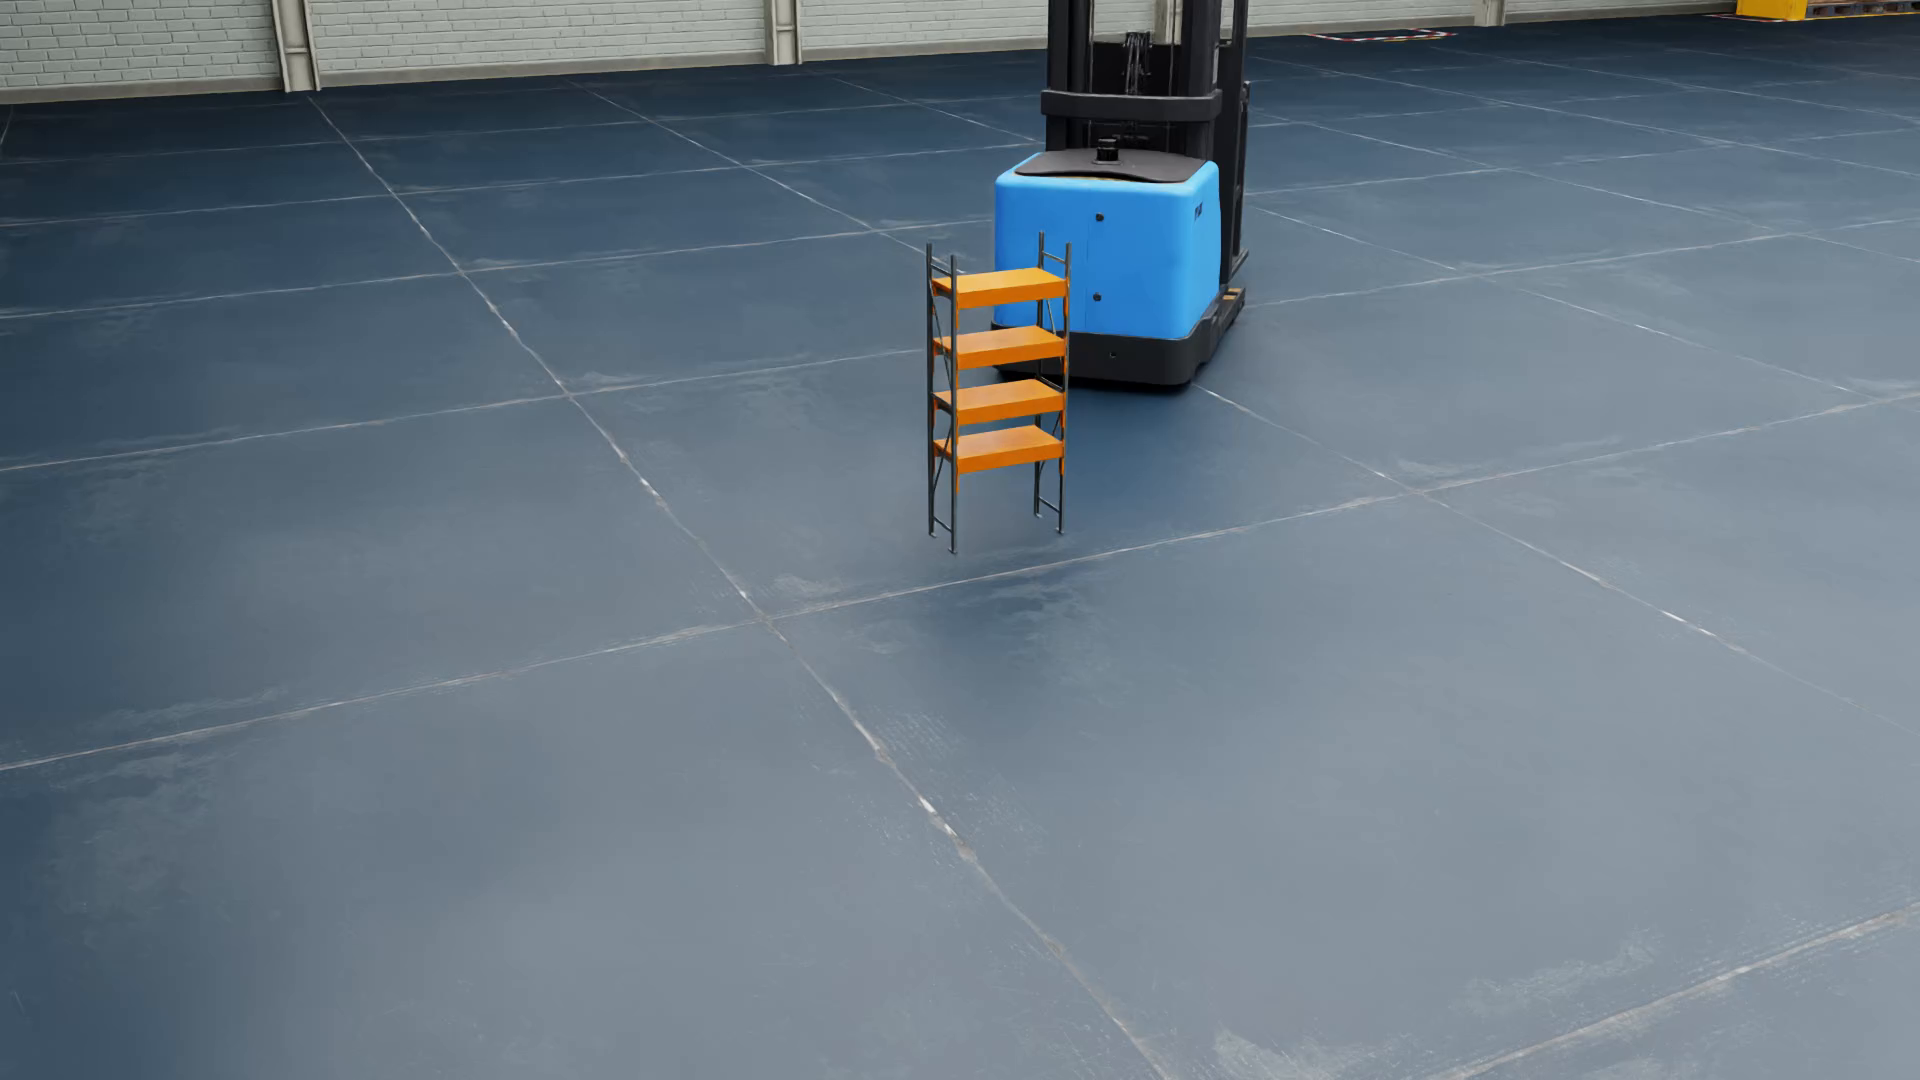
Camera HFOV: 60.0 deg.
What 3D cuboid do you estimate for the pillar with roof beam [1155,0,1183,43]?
[{"bbox_3d":[4.955,-9.952,19.026,0.400,9.000,9.100,-10,25,-24],"label":"pillar with roof beam"}]

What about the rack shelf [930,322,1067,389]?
[{"bbox_3d":[0.149,-0.726,6.527,0.480,0.148,0.258,-10,25,-24],"label":"rack shelf"}]

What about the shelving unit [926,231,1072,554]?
[{"bbox_3d":[0.149,-0.582,6.587,0.503,1.200,0.258,-10,25,-24],"label":"shelving unit"}]

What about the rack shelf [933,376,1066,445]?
[{"bbox_3d":[0.149,-0.520,6.613,0.480,0.148,0.258,-10,25,-24],"label":"rack shelf"}]

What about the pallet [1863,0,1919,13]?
[{"bbox_3d":[16.659,-9.491,29.403,1.213,0.211,1.003,-10,25,-24],"label":"pallet"}]

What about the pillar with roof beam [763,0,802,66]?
[{"bbox_3d":[-0.452,-8.956,16.621,0.400,9.000,9.100,-10,25,-24],"label":"pillar with roof beam"}]

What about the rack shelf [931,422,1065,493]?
[{"bbox_3d":[0.149,-0.336,6.689,0.480,0.148,0.258,-10,25,-24],"label":"rack shelf"}]

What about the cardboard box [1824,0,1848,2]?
[{"bbox_3d":[14.821,-9.379,28.426,0.500,0.311,0.500,-8,24,-19],"label":"cardboard box"}]

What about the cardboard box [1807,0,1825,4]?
[{"bbox_3d":[14.307,-9.284,28.198,0.500,0.311,0.500,-14,26,-30],"label":"cardboard box"}]

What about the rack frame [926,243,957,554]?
[{"bbox_3d":[-0.071,-0.541,6.489,0.015,1.200,0.240,-10,25,-24],"label":"rack frame"}]

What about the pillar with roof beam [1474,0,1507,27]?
[{"bbox_3d":[10.361,-10.947,21.430,0.400,9.000,9.100,-10,25,-24],"label":"pillar with roof beam"}]

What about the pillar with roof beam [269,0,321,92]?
[{"bbox_3d":[-5.858,-7.961,14.217,0.400,9.000,9.100,-10,25,-24],"label":"pillar with roof beam"}]

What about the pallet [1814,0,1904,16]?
[{"bbox_3d":[15.558,-9.287,28.910,1.213,0.211,1.003,-10,25,-24],"label":"pallet"}]

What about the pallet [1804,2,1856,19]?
[{"bbox_3d":[14.461,-9.086,28.425,1.213,0.211,1.003,-10,25,-24],"label":"pallet"}]

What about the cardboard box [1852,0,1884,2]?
[{"bbox_3d":[15.504,-9.571,28.642,0.500,0.500,0.700,-12,25,-27],"label":"cardboard box"}]

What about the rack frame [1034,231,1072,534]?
[{"bbox_3d":[0.369,-0.622,6.685,0.015,1.200,0.240,-10,25,-24],"label":"rack frame"}]

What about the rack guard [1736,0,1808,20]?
[{"bbox_3d":[13.713,-9.097,28.074,0.348,0.500,1.175,-10,25,-24],"label":"rack guard"}]

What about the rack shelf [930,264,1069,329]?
[{"bbox_3d":[0.149,-0.945,6.437,0.480,0.148,0.258,-10,25,-24],"label":"rack shelf"}]

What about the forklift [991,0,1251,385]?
[{"bbox_3d":[1.093,-2.678,9.388,1.130,2.935,3.031,7,23,16],"label":"forklift"}]

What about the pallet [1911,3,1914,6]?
[{"bbox_3d":[17.950,-9.744,30.015,1.213,0.211,1.003,-10,25,-24],"label":"pallet"}]
